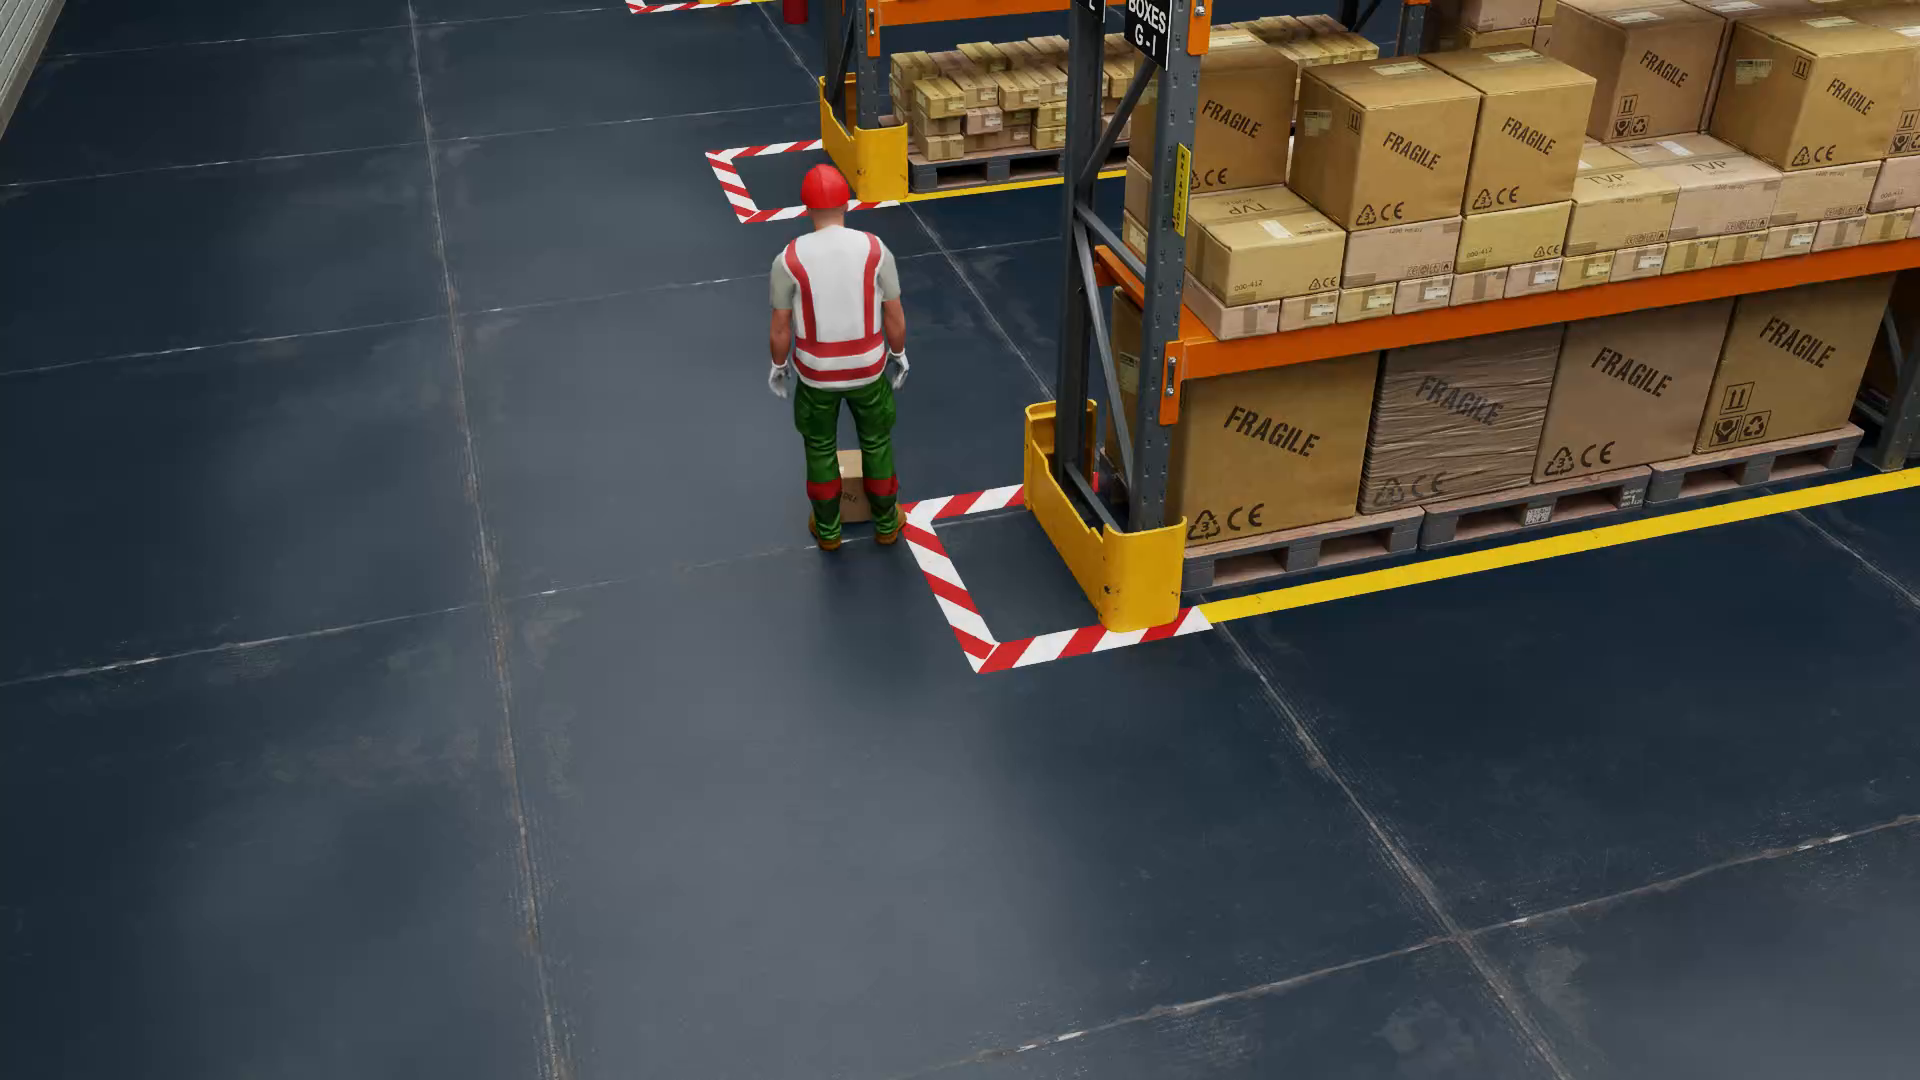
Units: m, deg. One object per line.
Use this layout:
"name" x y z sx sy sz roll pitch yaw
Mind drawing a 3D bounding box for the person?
"person" -0.529 -0.766 7.278 0.621 1.781 0.445 -5 34 -8
